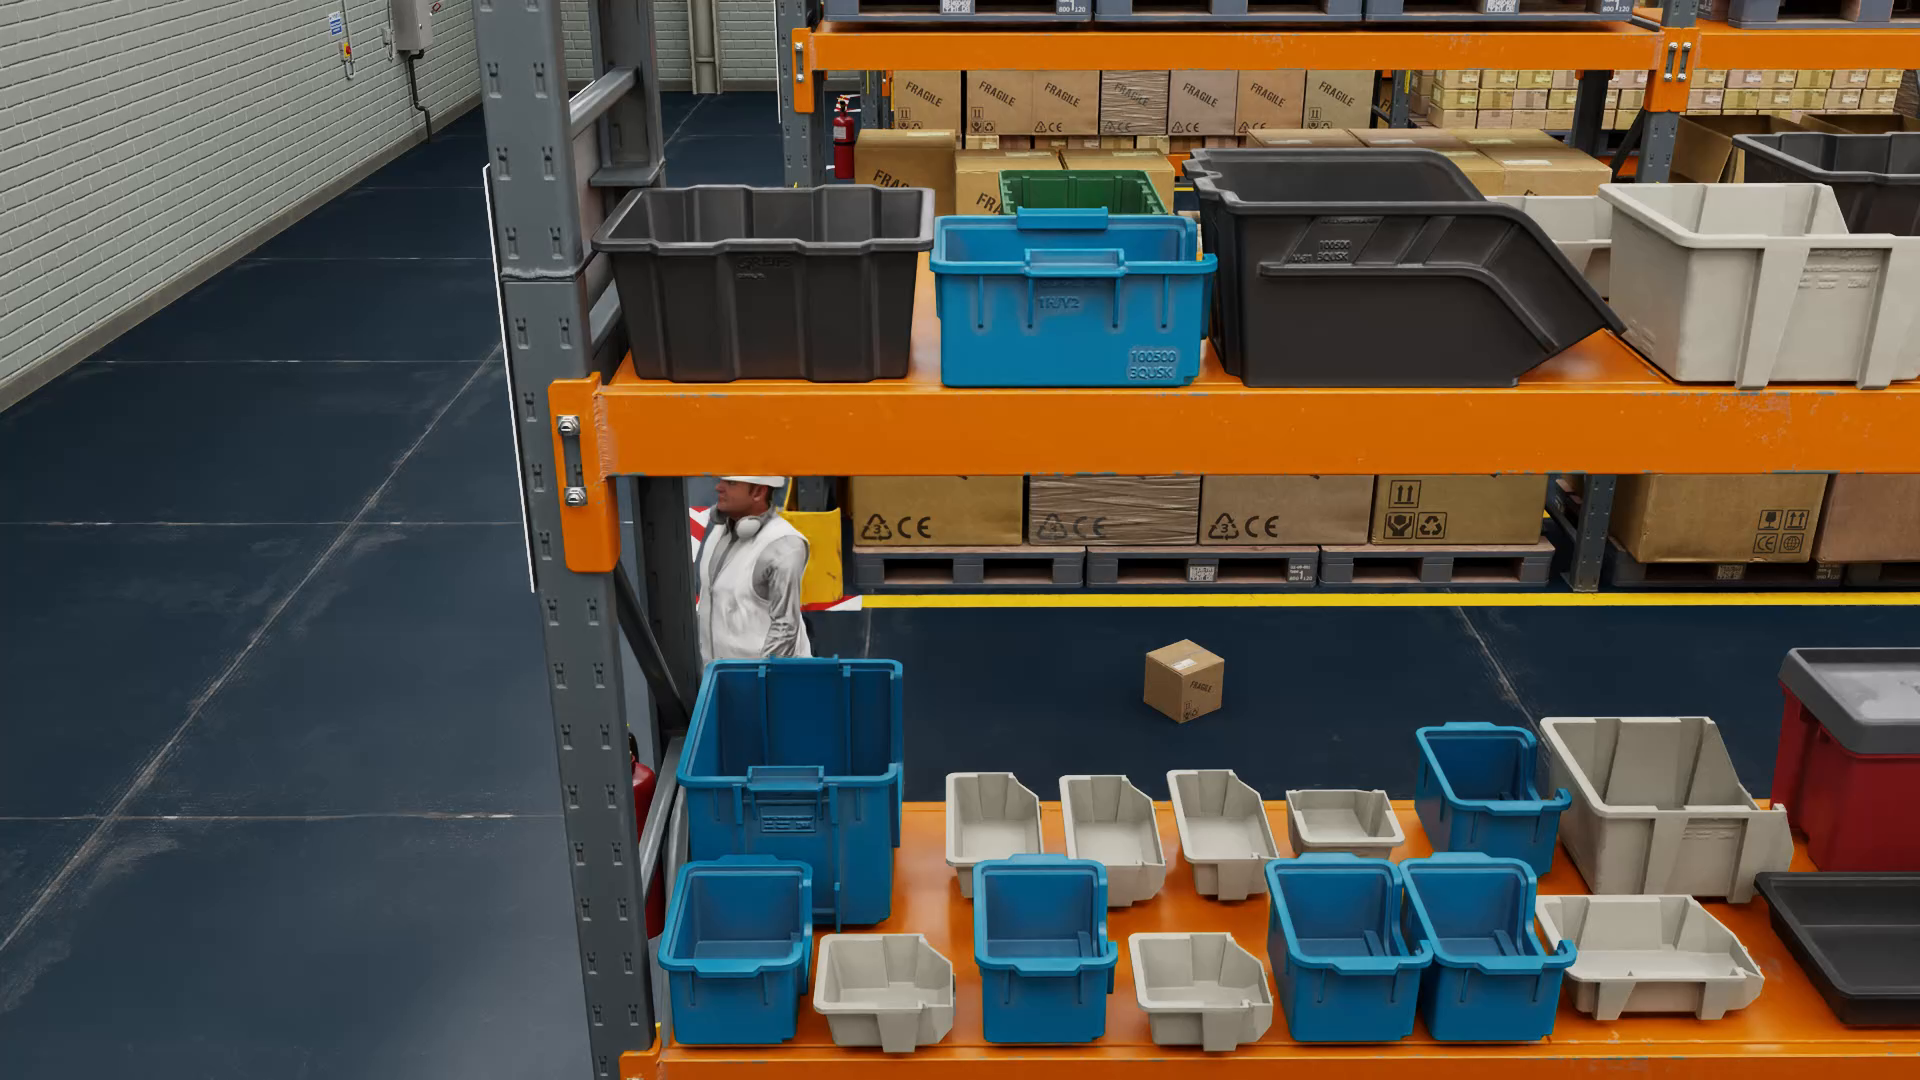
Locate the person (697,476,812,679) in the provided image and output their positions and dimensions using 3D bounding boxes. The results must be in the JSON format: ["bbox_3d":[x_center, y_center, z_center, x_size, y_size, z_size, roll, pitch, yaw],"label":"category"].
[{"bbox_3d":[-0.741,0.445,6.071,1.020,1.730,0.537,-21,31,-39],"label":"person"}]
